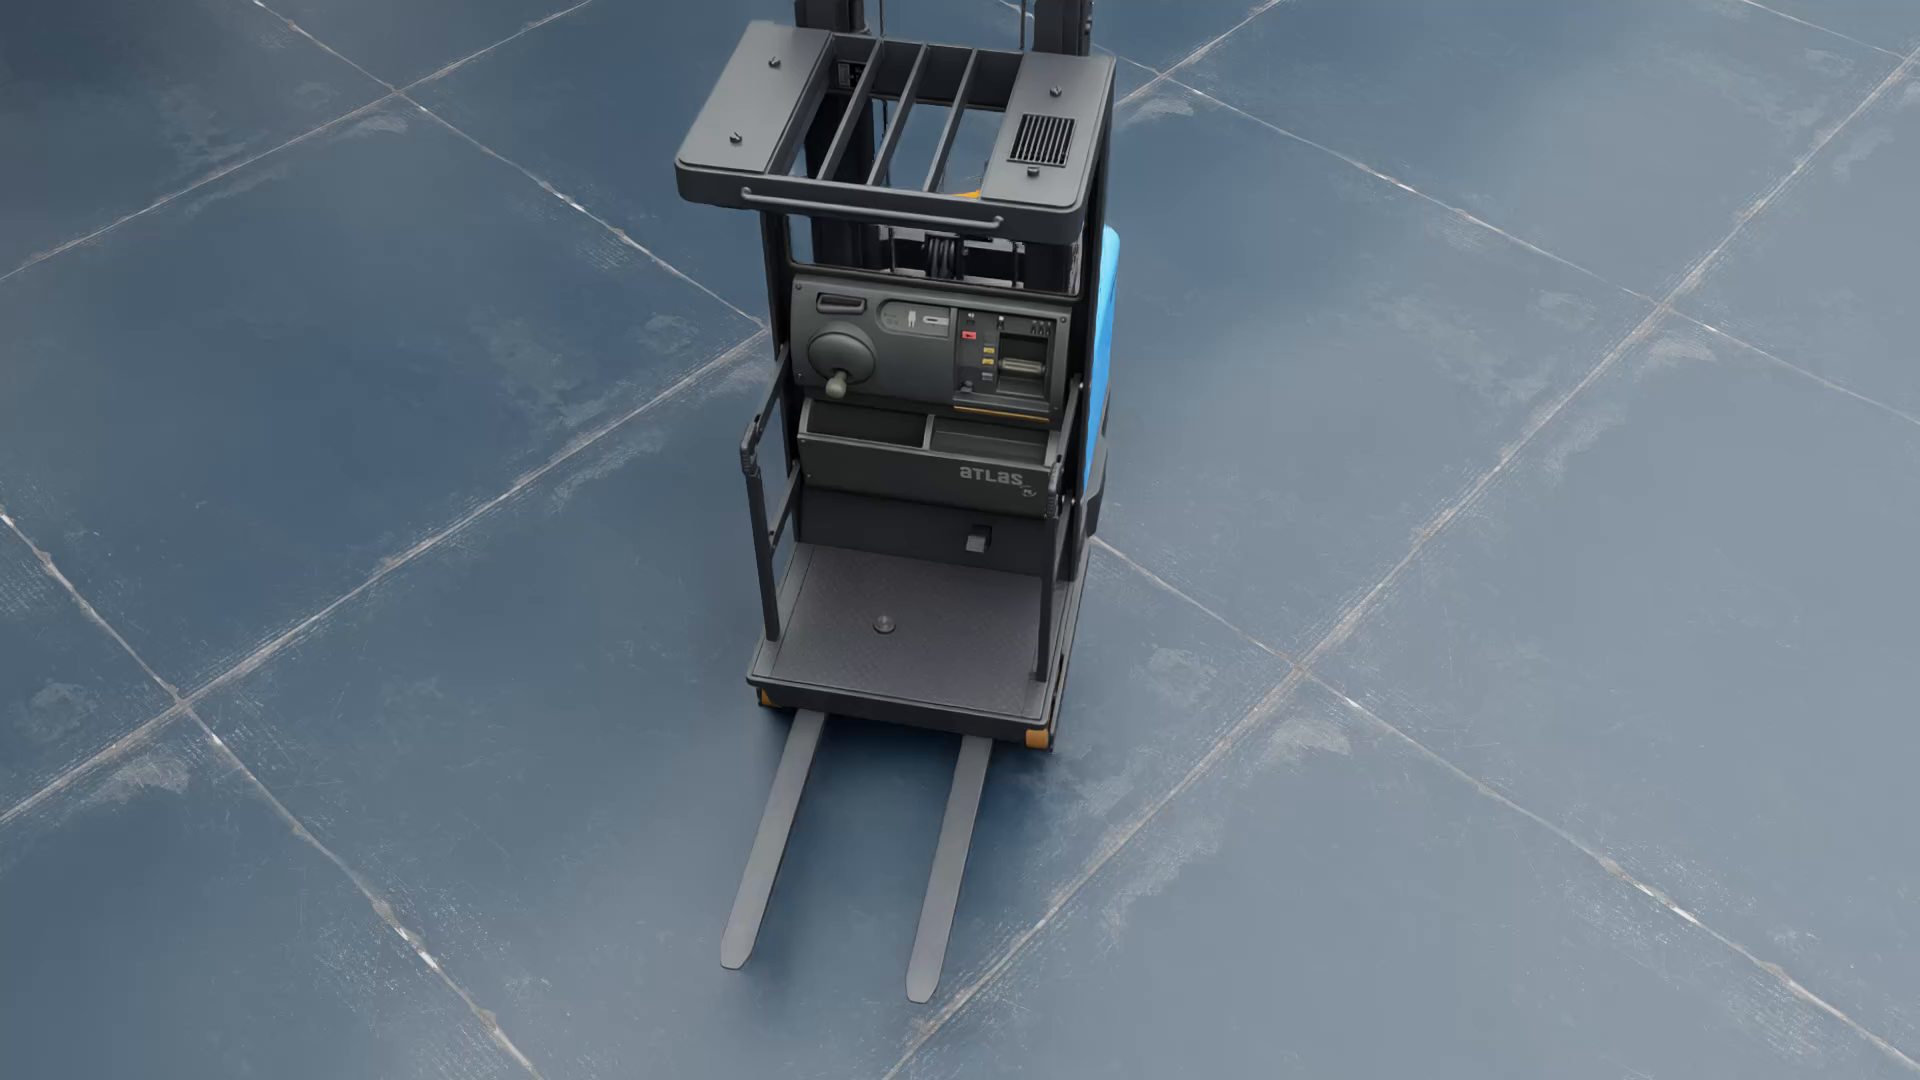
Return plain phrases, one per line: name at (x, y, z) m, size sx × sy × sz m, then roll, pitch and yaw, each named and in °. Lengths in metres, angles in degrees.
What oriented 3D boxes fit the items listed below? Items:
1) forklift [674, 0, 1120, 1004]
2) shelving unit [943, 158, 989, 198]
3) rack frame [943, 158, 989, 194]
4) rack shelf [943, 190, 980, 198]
forklift at (-0.142, -0.532, 5.347) m, size 1.130 × 2.935 × 3.031 m, roll 8°, pitch 47°, yaw 8°
shelving unit at (0.057, -1.115, 7.183) m, size 0.215 × 1.050 × 0.252 m, roll -13°, pitch 48°, yaw -13°
rack frame at (0.018, -1.200, 7.262) m, size 0.200 × 1.050 × 0.008 m, roll -13°, pitch 48°, yaw -13°
rack shelf at (0.061, -1.303, 6.985) m, size 0.215 × 0.259 × 0.240 m, roll -13°, pitch 48°, yaw -13°
